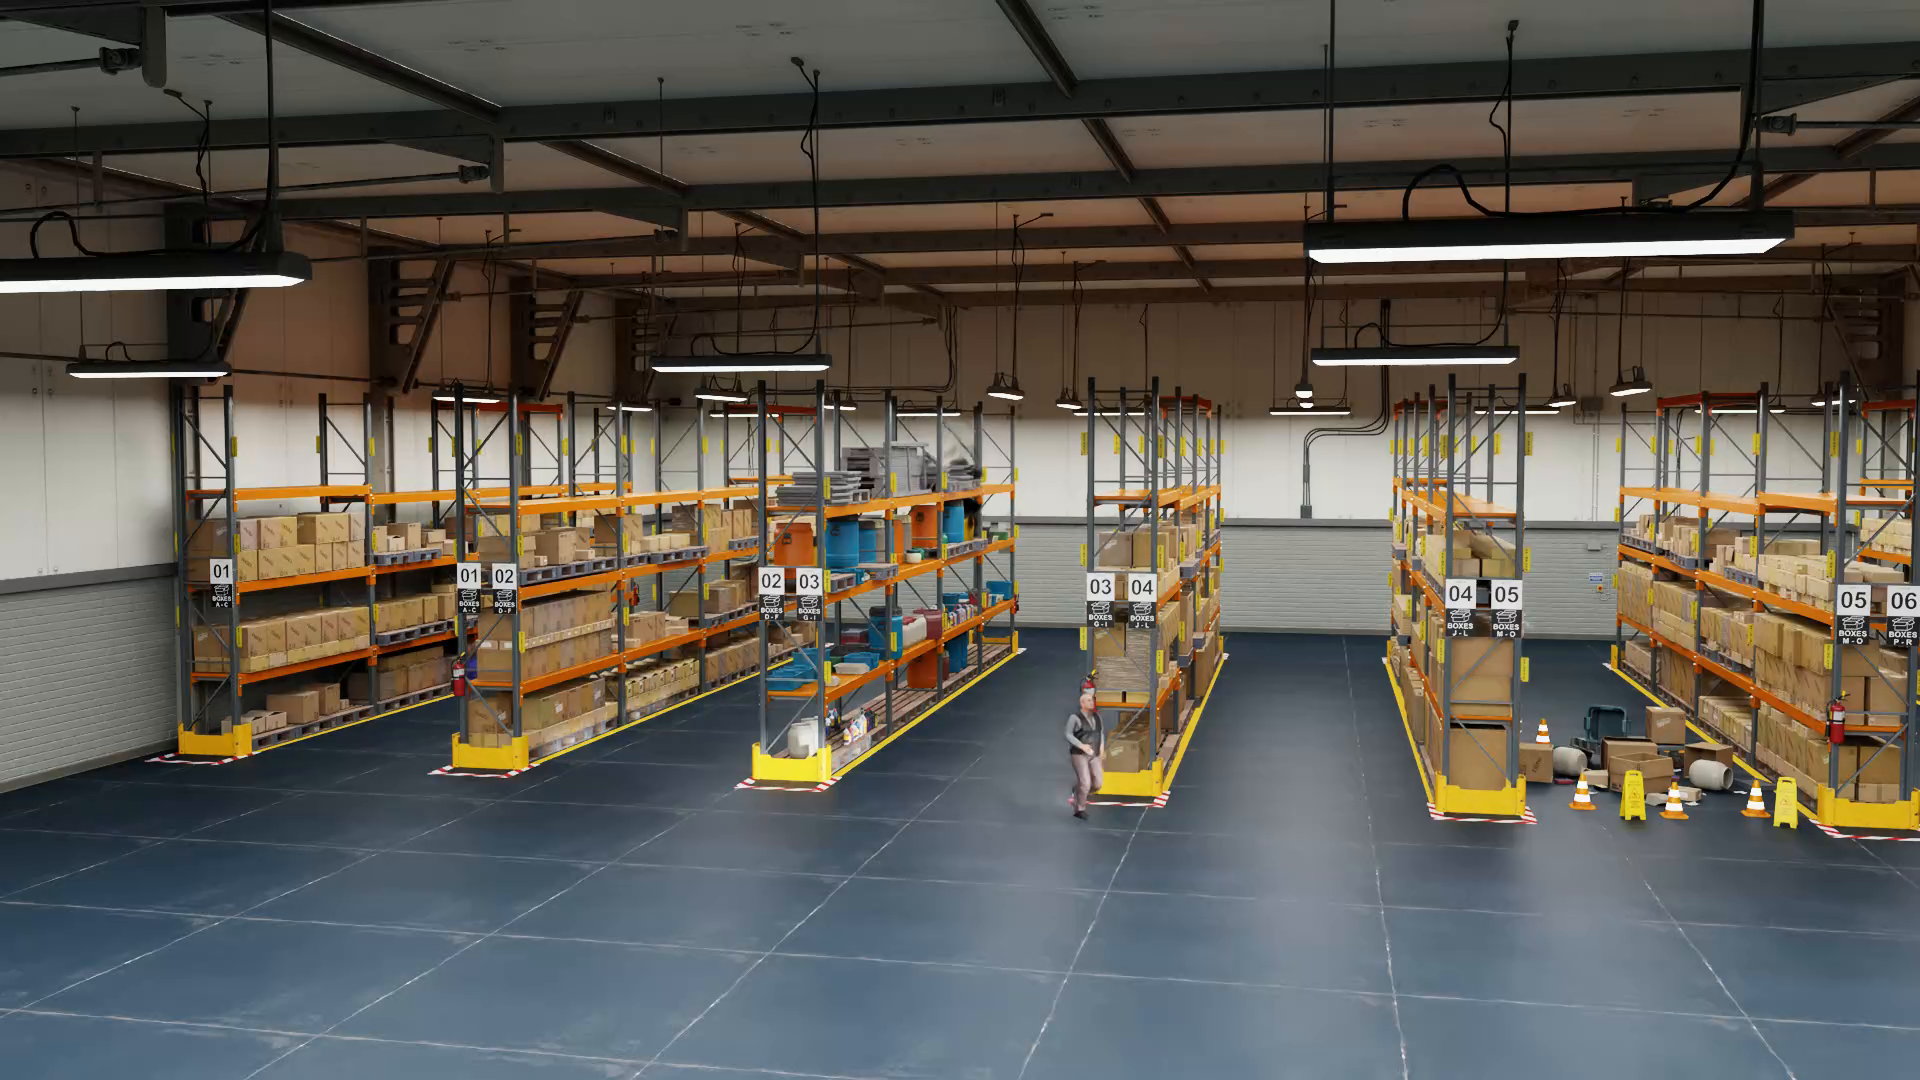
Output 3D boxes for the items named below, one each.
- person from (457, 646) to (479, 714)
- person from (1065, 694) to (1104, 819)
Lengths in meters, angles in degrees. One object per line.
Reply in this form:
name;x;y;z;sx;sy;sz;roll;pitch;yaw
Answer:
person;-8.391;2.626;28.440;0.557;1.643;0.963;1;3;10
person;1.710;2.915;22.512;0.705;1.679;0.619;-2;4;-35
